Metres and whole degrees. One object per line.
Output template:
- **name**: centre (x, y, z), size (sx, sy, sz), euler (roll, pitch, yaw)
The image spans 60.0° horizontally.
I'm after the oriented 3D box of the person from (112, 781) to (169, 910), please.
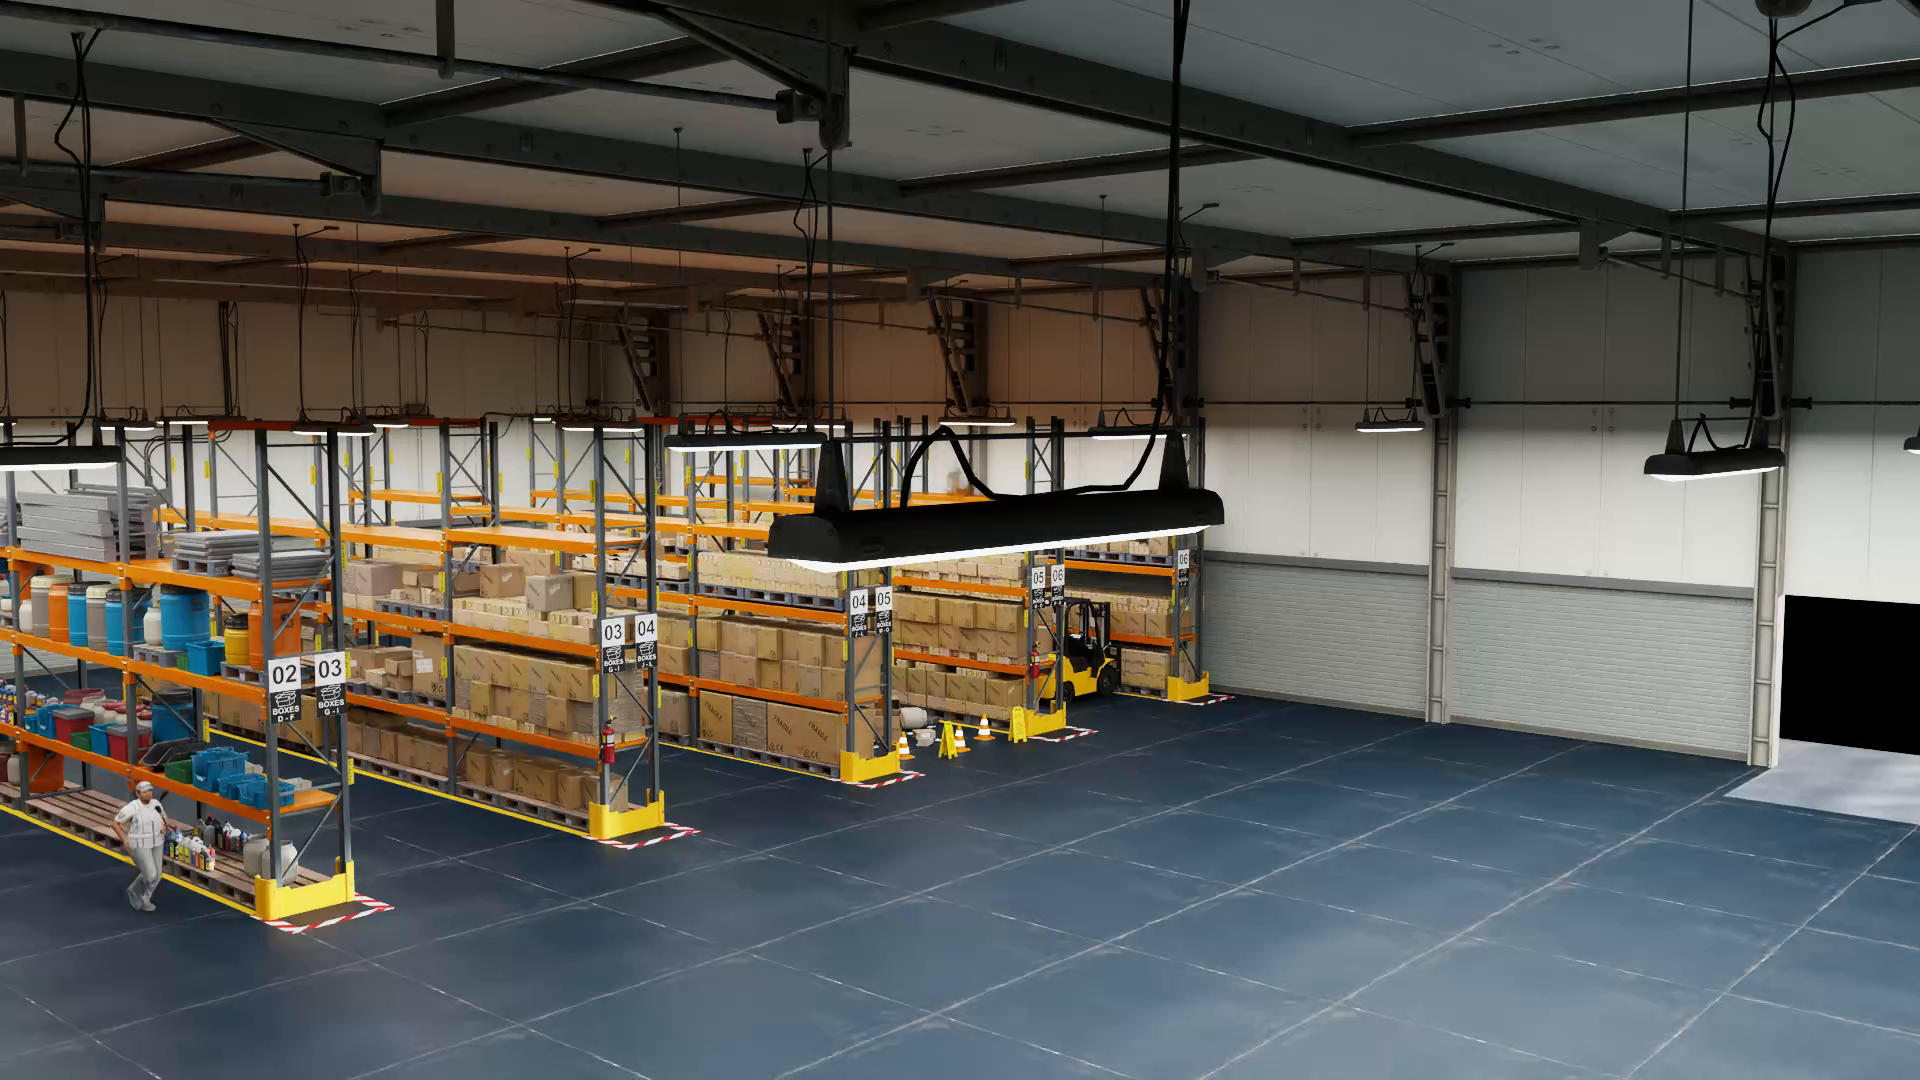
- **person**: centre (-10.066, 3.800, 20.605), size (0.583, 1.629, 0.592), euler (3, 6, 31)
